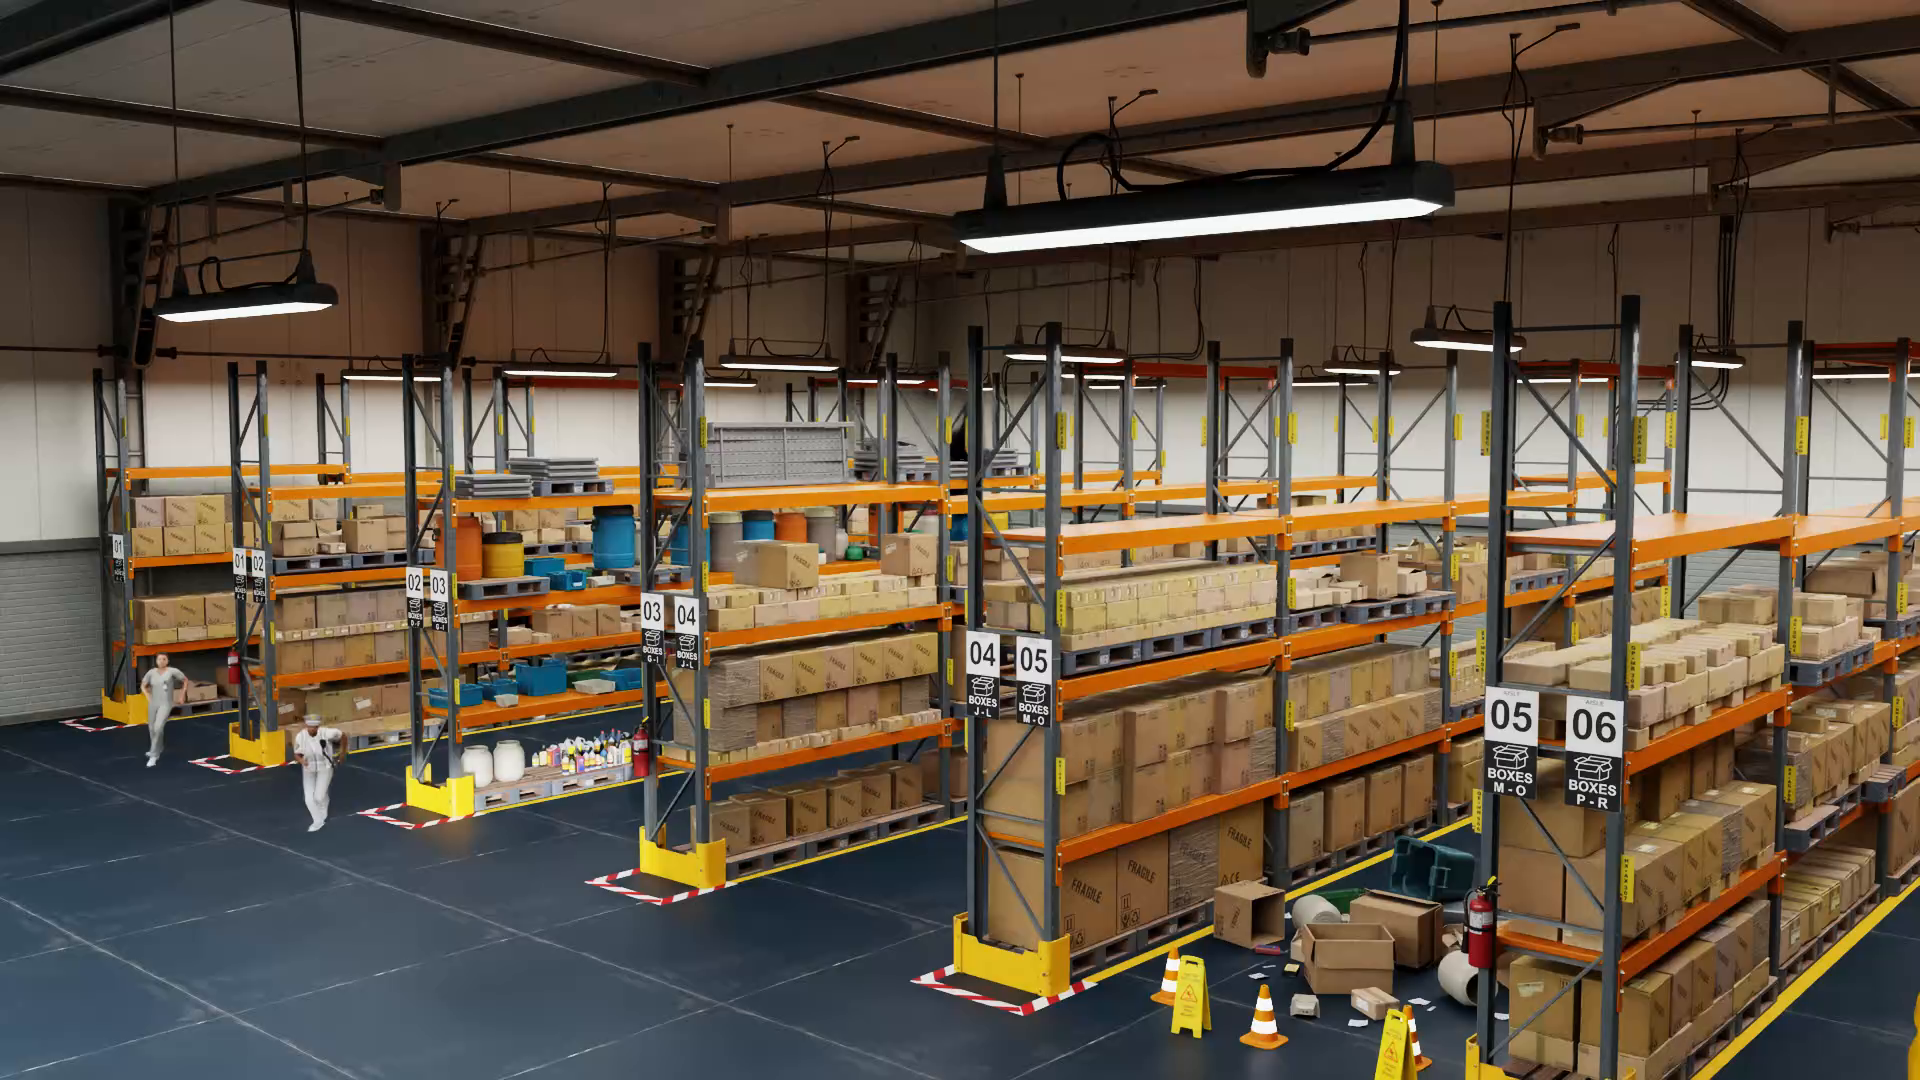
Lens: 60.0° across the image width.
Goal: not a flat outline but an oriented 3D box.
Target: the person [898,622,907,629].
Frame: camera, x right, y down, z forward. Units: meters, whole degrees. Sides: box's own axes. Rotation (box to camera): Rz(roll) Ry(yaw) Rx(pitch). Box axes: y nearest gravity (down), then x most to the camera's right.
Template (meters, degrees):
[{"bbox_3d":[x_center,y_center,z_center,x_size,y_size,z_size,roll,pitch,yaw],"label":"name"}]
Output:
[{"bbox_3d":[-1.225,1.918,31.312,0.578,1.546,0.546,4,6,41],"label":"person"}]

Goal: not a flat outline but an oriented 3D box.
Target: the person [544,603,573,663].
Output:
[{"bbox_3d":[-7.821,1.906,32.353,0.640,1.835,0.908,3,5,31],"label":"person"}]

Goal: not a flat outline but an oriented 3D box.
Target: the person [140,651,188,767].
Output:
[{"bbox_3d":[-11.964,2.501,24.944,0.652,1.692,0.781,0,4,-4],"label":"person"}]

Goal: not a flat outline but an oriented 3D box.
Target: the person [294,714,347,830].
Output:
[{"bbox_3d":[-7.959,2.891,20.655,0.551,1.530,0.807,-1,4,-10],"label":"person"}]
